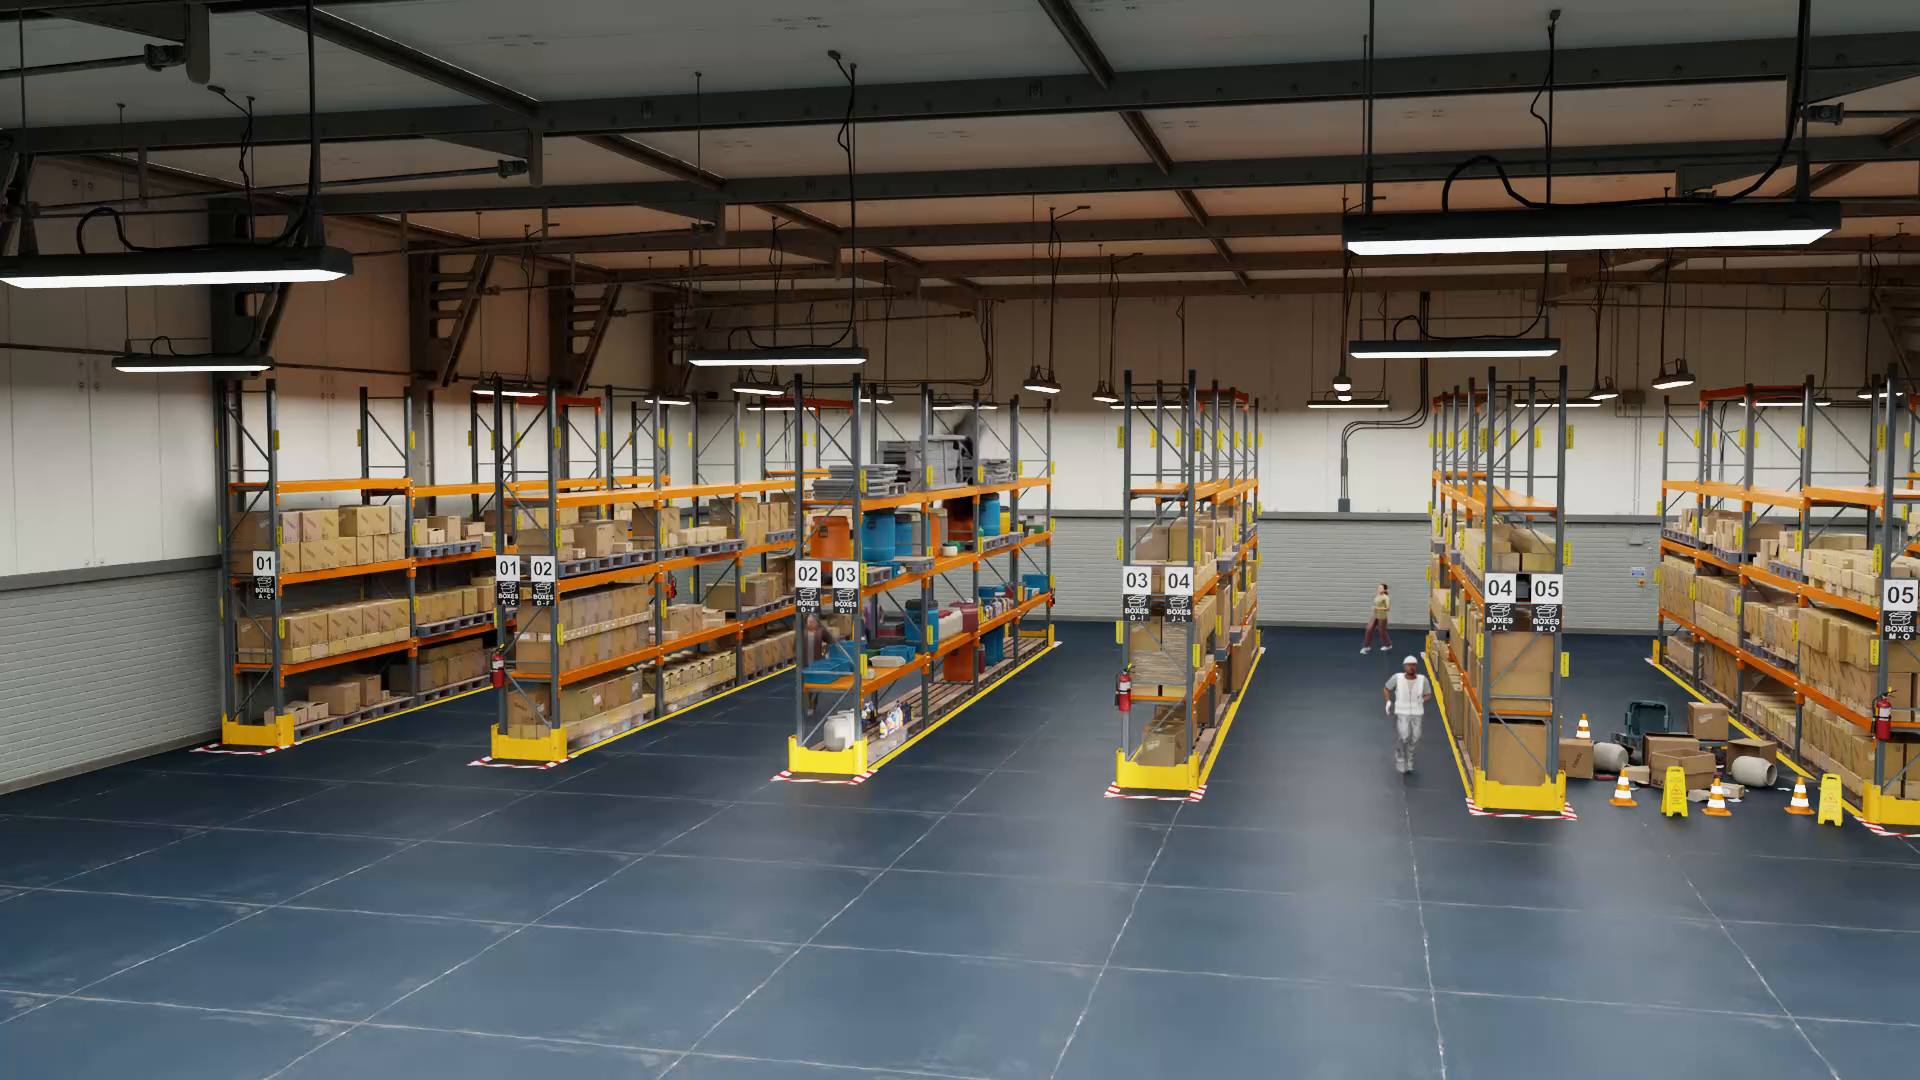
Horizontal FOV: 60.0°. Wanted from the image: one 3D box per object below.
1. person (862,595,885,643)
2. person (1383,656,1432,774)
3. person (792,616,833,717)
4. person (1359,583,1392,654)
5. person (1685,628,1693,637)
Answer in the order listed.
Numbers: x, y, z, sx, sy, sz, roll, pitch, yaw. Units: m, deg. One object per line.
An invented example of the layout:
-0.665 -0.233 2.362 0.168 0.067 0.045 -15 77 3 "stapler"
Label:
-1.930 1.942 36.869 0.525 1.373 0.827 0 3 -2 "person"
6.716 2.619 24.862 0.660 1.768 0.682 0 3 3 "person"
-2.686 2.260 30.186 0.718 1.762 1.024 0 3 2 "person"
9.843 1.830 38.832 0.904 1.663 0.574 -2 4 -29 "person"
16.927 1.914 38.275 0.565 1.598 0.710 3 4 40 "person"
